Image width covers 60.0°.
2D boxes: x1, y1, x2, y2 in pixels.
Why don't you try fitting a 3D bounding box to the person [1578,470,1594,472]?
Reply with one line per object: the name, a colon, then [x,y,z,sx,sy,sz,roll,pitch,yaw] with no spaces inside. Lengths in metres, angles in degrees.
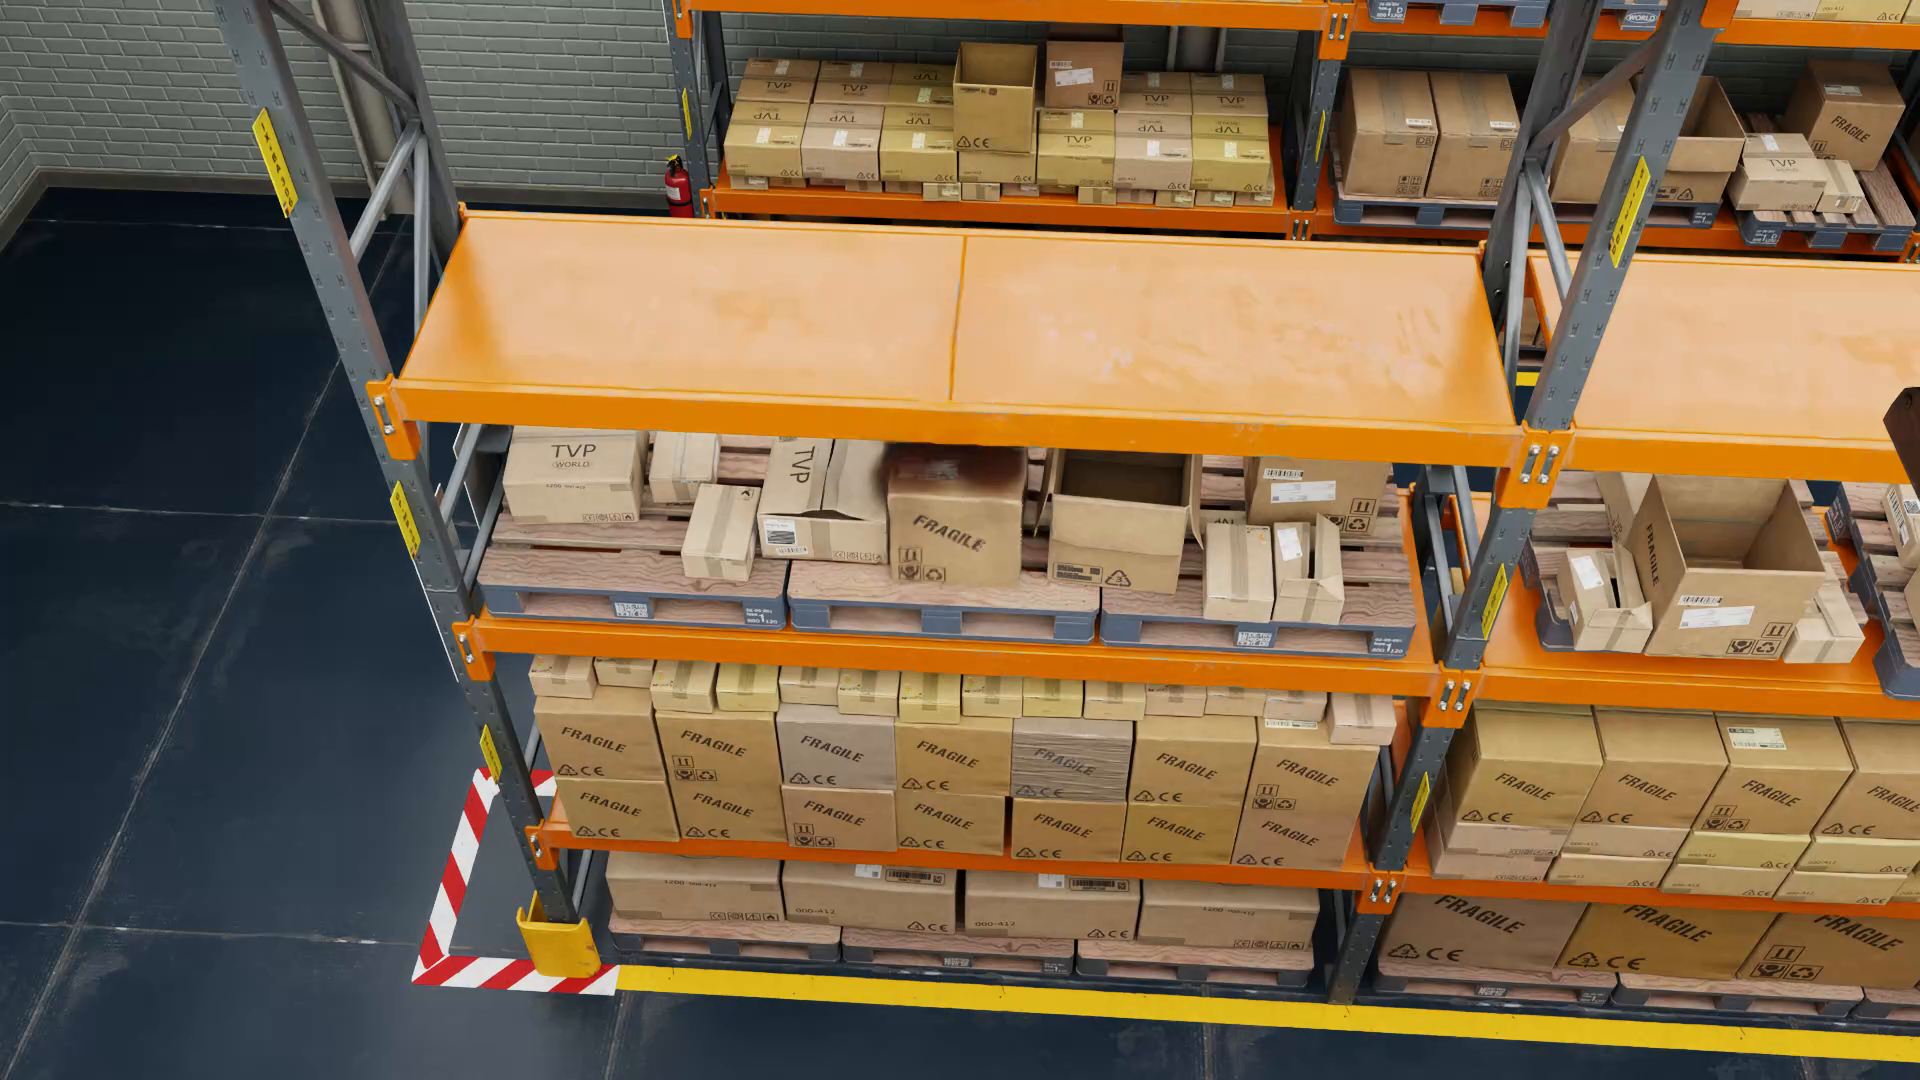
person: [3.818,-0.697,10.296,0.841,1.571,0.462,-9,49,-8]
